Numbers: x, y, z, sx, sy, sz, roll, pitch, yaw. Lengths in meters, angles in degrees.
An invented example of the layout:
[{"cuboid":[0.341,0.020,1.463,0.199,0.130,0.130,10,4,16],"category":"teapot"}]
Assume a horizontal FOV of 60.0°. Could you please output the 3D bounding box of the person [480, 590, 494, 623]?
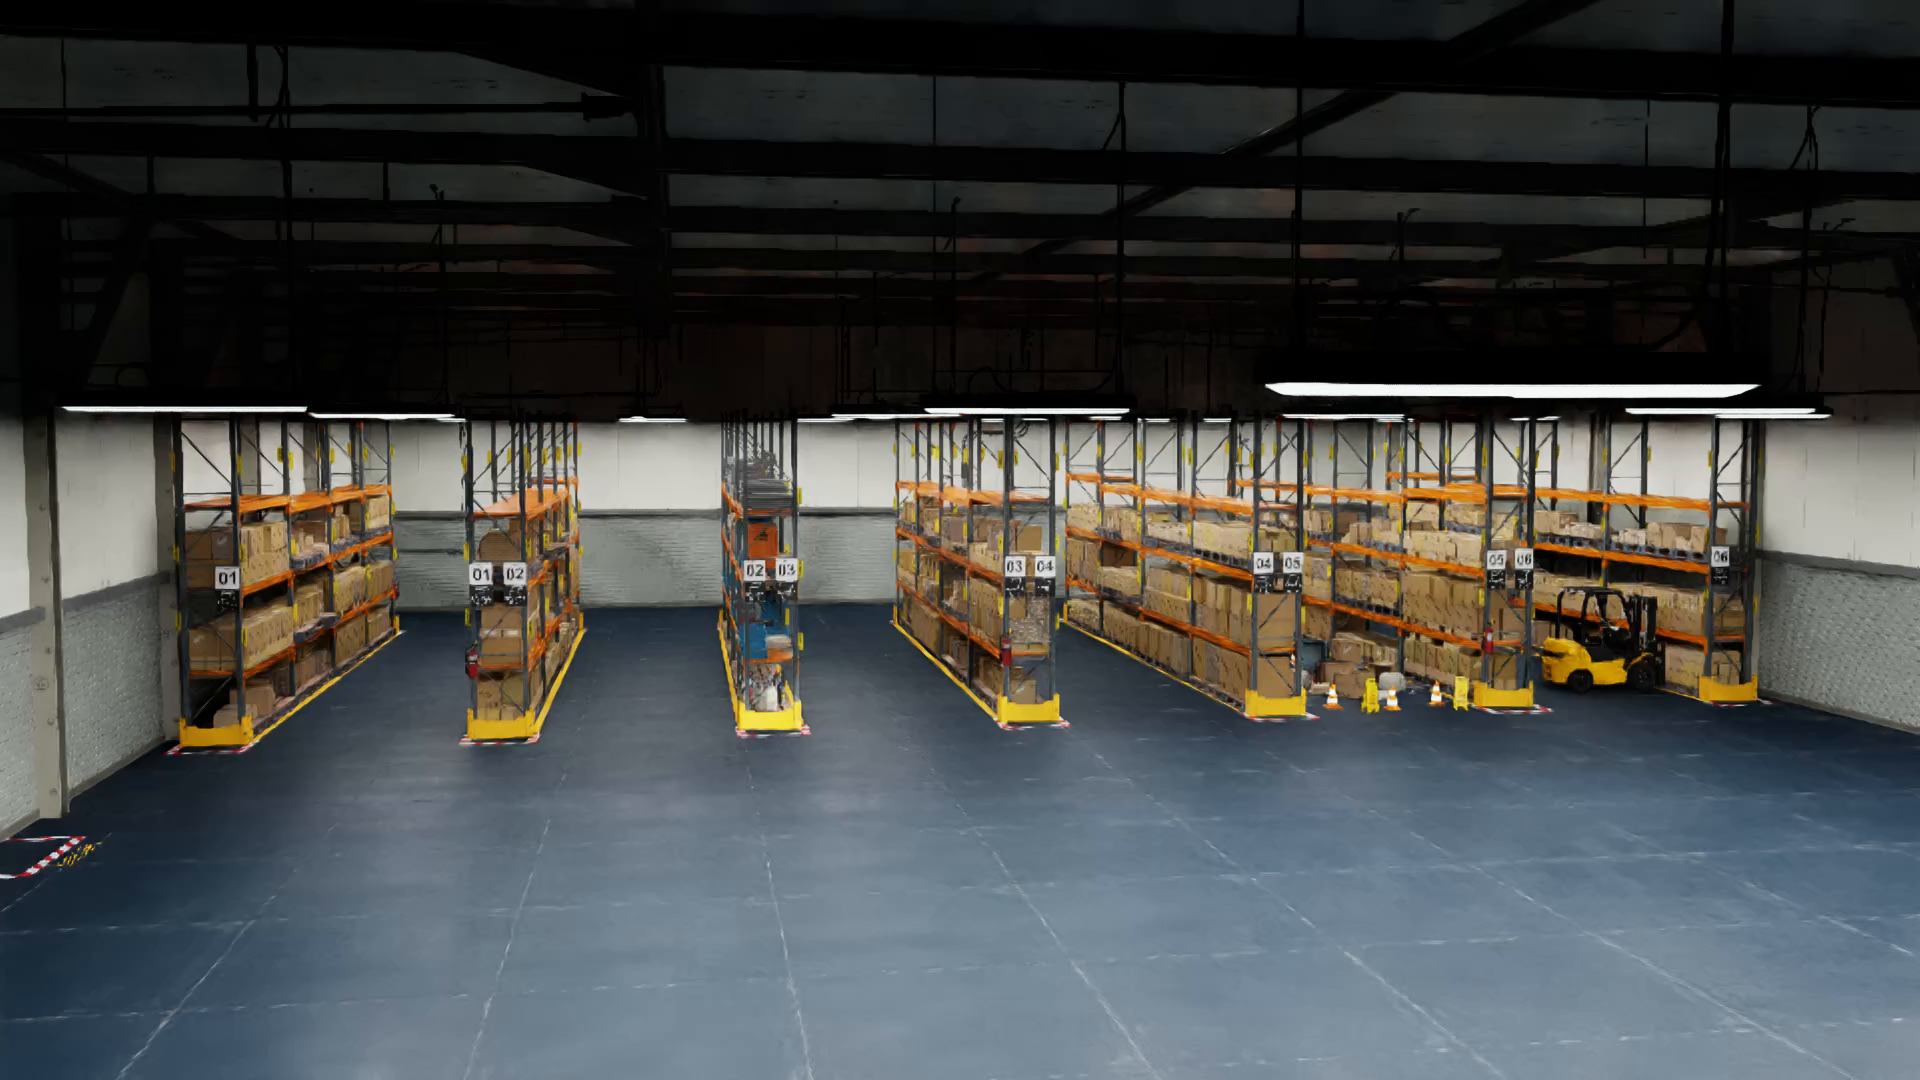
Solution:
[{"cuboid":[-12.752,1.716,45.124,0.729,1.733,0.546,-1,4,-11],"category":"person"}]
